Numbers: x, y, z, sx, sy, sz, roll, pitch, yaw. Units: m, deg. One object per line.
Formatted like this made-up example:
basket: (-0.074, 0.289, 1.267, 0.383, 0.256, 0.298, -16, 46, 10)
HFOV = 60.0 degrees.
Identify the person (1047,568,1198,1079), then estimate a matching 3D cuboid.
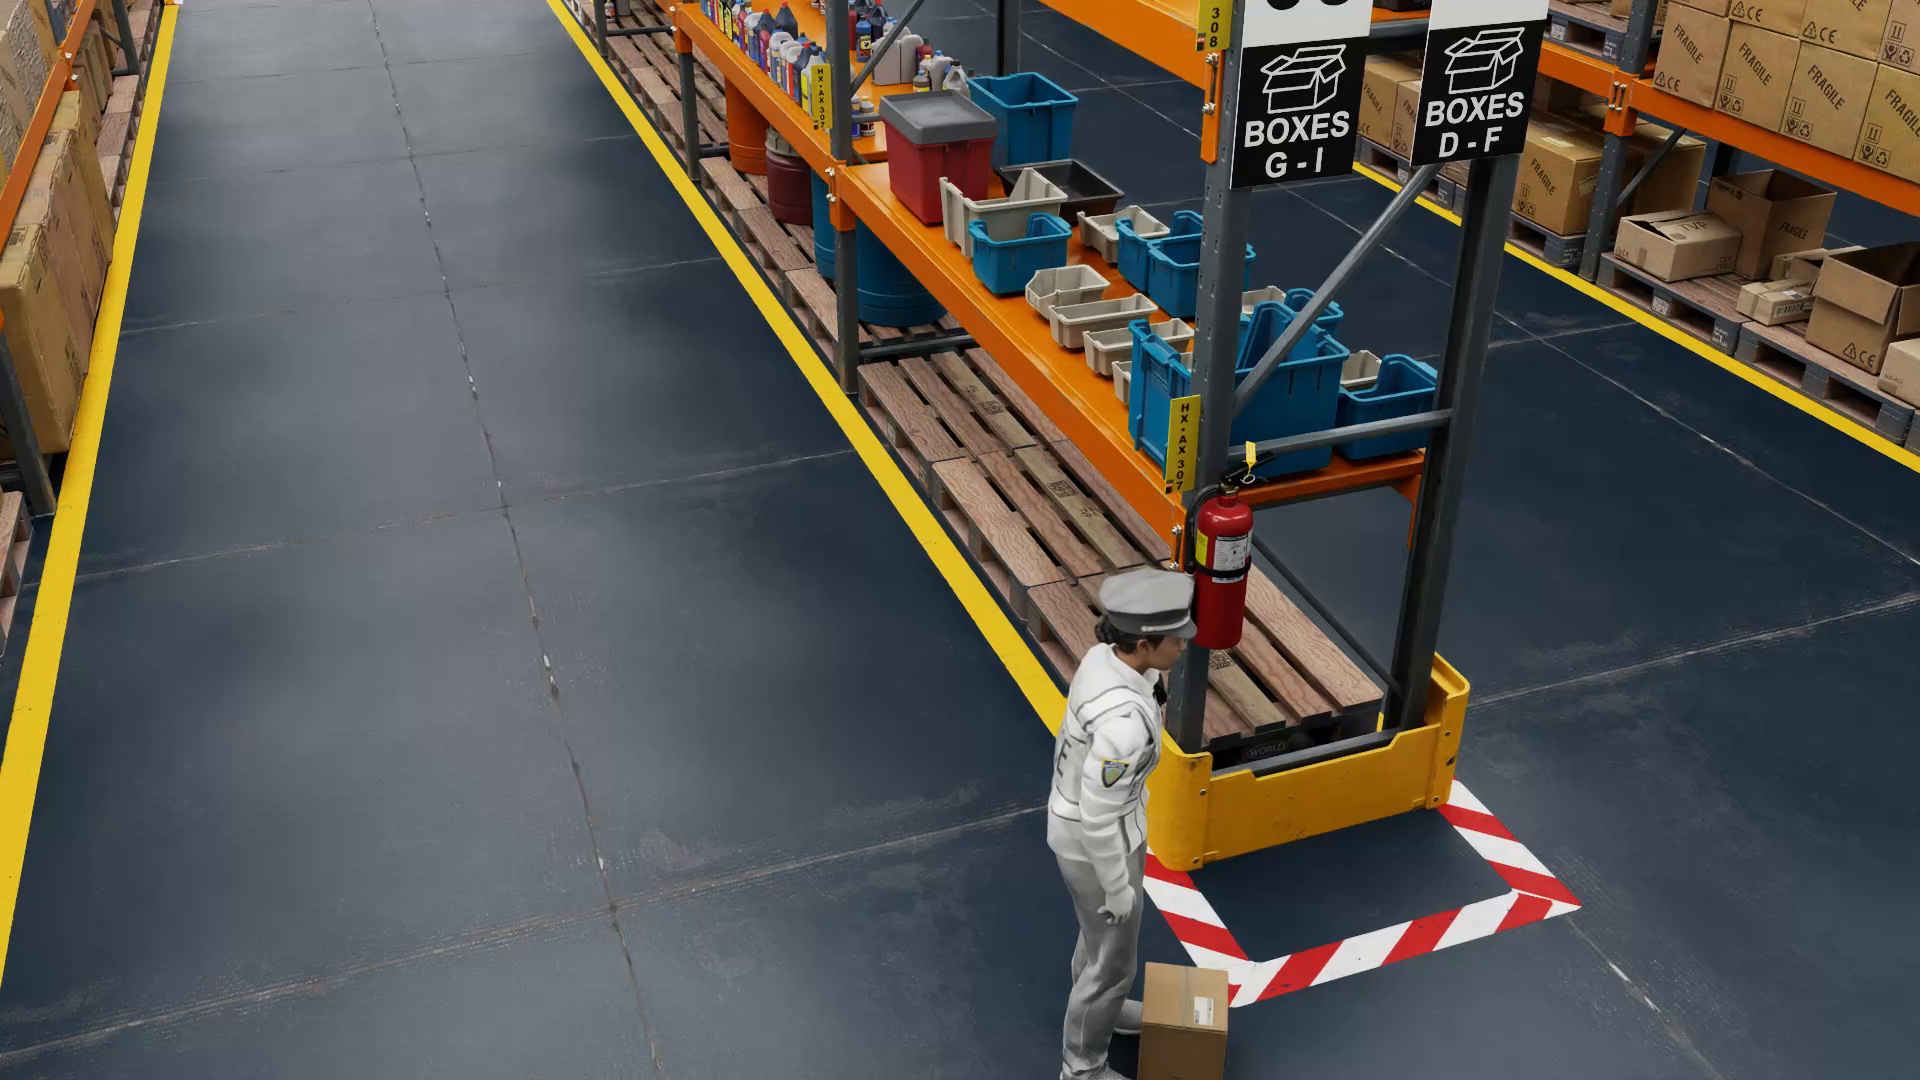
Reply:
person: (0.431, 0.835, 4.683, 0.374, 1.661, 0.526, 4, 30, 7)
